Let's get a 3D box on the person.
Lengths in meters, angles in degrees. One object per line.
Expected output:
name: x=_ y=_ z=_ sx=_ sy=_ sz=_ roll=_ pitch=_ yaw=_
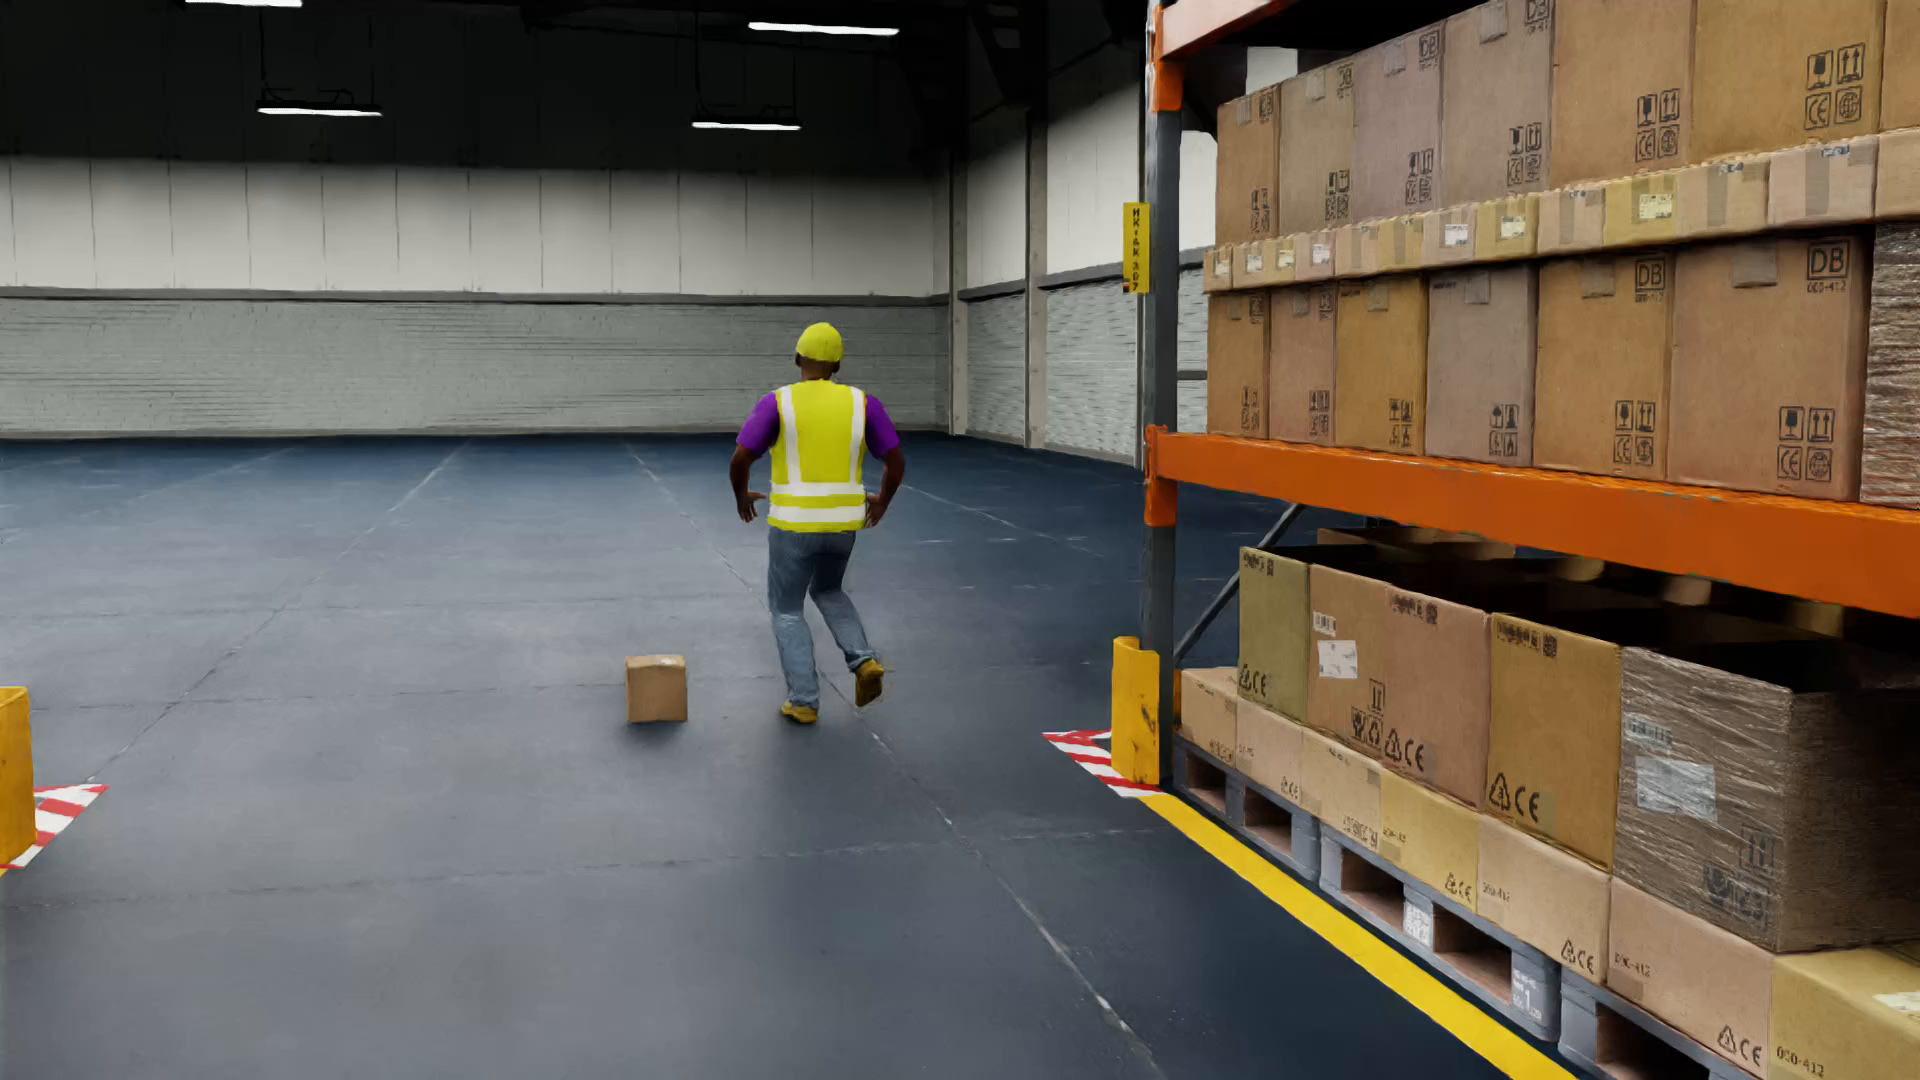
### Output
person: x=-0.661 y=-0.076 z=7.229 sx=0.750 sy=1.732 sz=0.523 roll=-3 pitch=7 yaw=-29
